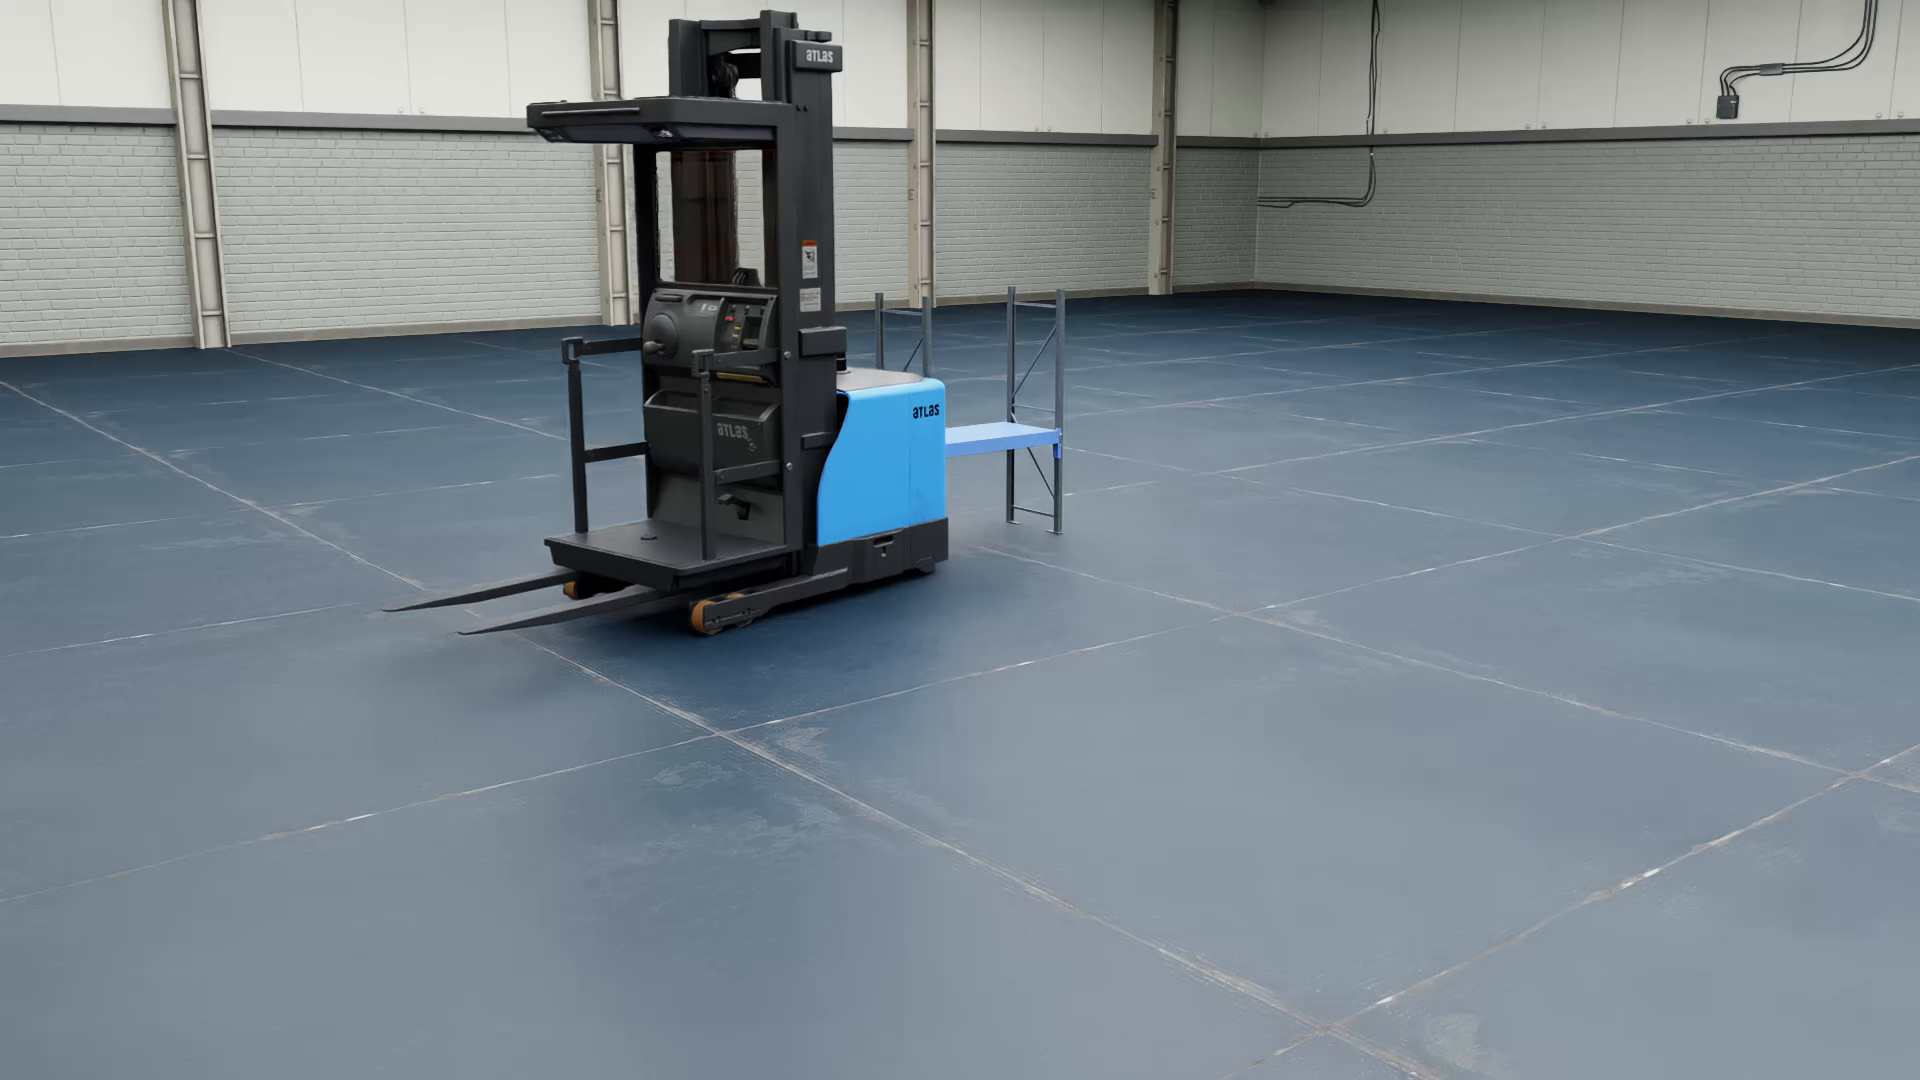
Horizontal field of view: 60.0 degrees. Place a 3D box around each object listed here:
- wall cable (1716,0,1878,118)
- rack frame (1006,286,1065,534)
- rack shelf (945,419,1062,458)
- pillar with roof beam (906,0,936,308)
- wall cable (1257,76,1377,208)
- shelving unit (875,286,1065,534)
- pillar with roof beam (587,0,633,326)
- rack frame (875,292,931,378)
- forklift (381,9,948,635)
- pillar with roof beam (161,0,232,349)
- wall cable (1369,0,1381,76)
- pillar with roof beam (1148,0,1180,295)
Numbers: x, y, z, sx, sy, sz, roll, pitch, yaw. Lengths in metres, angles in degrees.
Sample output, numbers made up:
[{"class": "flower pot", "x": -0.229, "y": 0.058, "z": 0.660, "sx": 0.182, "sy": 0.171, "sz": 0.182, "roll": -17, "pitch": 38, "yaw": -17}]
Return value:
[{"class": "wall cable", "x": 13.056, "y": -9.624, "z": 25.598, "sx": 0.169, "sy": 6.003, "sz": 2.305, "roll": -9, "pitch": 15, "yaw": -38}, {"class": "rack frame", "x": 0.464, "y": -0.811, "z": 10.336, "sx": 0.032, "sy": 1.500, "sz": 0.500, "roll": -9, "pitch": 15, "yaw": -38}, {"class": "rack shelf", "x": 0.067, "y": -0.569, "z": 10.062, "sx": 1.000, "sy": 0.185, "sz": 0.538, "roll": -9, "pitch": 15, "yaw": -38}, {"class": "pillar with roof beam", "x": 2.016, "y": -7.857, "z": 25.467, "sx": 0.400, "sy": 9.000, "sz": 9.100, "roll": -9, "pitch": 15, "yaw": -38}, {"class": "wall cable", "x": 7.138, "y": -7.983, "z": 33.535, "sx": 0.112, "sy": 2.526, "sz": 3.097, "roll": -9, "pitch": 15, "yaw": -38}, {"class": "shelving unit", "x": 0.067, "y": -0.745, "z": 10.025, "sx": 1.048, "sy": 1.500, "sz": 0.538, "roll": -9, "pitch": 15, "yaw": -38}, {"class": "pillar with roof beam", "x": -2.669, "y": -7.079, "z": 21.801, "sx": 0.400, "sy": 9.000, "sz": 9.100, "roll": -9, "pitch": 15, "yaw": -38}, {"class": "rack frame", "x": -0.330, "y": -0.679, "z": 9.714, "sx": 0.032, "sy": 1.500, "sz": 0.500, "roll": -9, "pitch": 15, "yaw": -38}, {"class": "forklift", "x": -1.404, "y": -1.096, "z": 8.235, "sx": 1.130, "sy": 2.935, "sz": 3.031, "roll": 10, "pitch": 16, "yaw": 39}, {"class": "pillar with roof beam", "x": -7.354, "y": -6.300, "z": 18.134, "sx": 0.400, "sy": 9.000, "sz": 9.100, "roll": -9, "pitch": 15, "yaw": -38}, {"class": "wall cable", "x": 8.828, "y": -10.015, "z": 30.944, "sx": 0.112, "sy": 2.526, "sz": 3.097, "roll": -9, "pitch": 15, "yaw": -38}, {"class": "pillar with roof beam", "x": 6.701, "y": -8.636, "z": 29.134, "sx": 0.400, "sy": 9.000, "sz": 9.100, "roll": -9, "pitch": 15, "yaw": -38}]
